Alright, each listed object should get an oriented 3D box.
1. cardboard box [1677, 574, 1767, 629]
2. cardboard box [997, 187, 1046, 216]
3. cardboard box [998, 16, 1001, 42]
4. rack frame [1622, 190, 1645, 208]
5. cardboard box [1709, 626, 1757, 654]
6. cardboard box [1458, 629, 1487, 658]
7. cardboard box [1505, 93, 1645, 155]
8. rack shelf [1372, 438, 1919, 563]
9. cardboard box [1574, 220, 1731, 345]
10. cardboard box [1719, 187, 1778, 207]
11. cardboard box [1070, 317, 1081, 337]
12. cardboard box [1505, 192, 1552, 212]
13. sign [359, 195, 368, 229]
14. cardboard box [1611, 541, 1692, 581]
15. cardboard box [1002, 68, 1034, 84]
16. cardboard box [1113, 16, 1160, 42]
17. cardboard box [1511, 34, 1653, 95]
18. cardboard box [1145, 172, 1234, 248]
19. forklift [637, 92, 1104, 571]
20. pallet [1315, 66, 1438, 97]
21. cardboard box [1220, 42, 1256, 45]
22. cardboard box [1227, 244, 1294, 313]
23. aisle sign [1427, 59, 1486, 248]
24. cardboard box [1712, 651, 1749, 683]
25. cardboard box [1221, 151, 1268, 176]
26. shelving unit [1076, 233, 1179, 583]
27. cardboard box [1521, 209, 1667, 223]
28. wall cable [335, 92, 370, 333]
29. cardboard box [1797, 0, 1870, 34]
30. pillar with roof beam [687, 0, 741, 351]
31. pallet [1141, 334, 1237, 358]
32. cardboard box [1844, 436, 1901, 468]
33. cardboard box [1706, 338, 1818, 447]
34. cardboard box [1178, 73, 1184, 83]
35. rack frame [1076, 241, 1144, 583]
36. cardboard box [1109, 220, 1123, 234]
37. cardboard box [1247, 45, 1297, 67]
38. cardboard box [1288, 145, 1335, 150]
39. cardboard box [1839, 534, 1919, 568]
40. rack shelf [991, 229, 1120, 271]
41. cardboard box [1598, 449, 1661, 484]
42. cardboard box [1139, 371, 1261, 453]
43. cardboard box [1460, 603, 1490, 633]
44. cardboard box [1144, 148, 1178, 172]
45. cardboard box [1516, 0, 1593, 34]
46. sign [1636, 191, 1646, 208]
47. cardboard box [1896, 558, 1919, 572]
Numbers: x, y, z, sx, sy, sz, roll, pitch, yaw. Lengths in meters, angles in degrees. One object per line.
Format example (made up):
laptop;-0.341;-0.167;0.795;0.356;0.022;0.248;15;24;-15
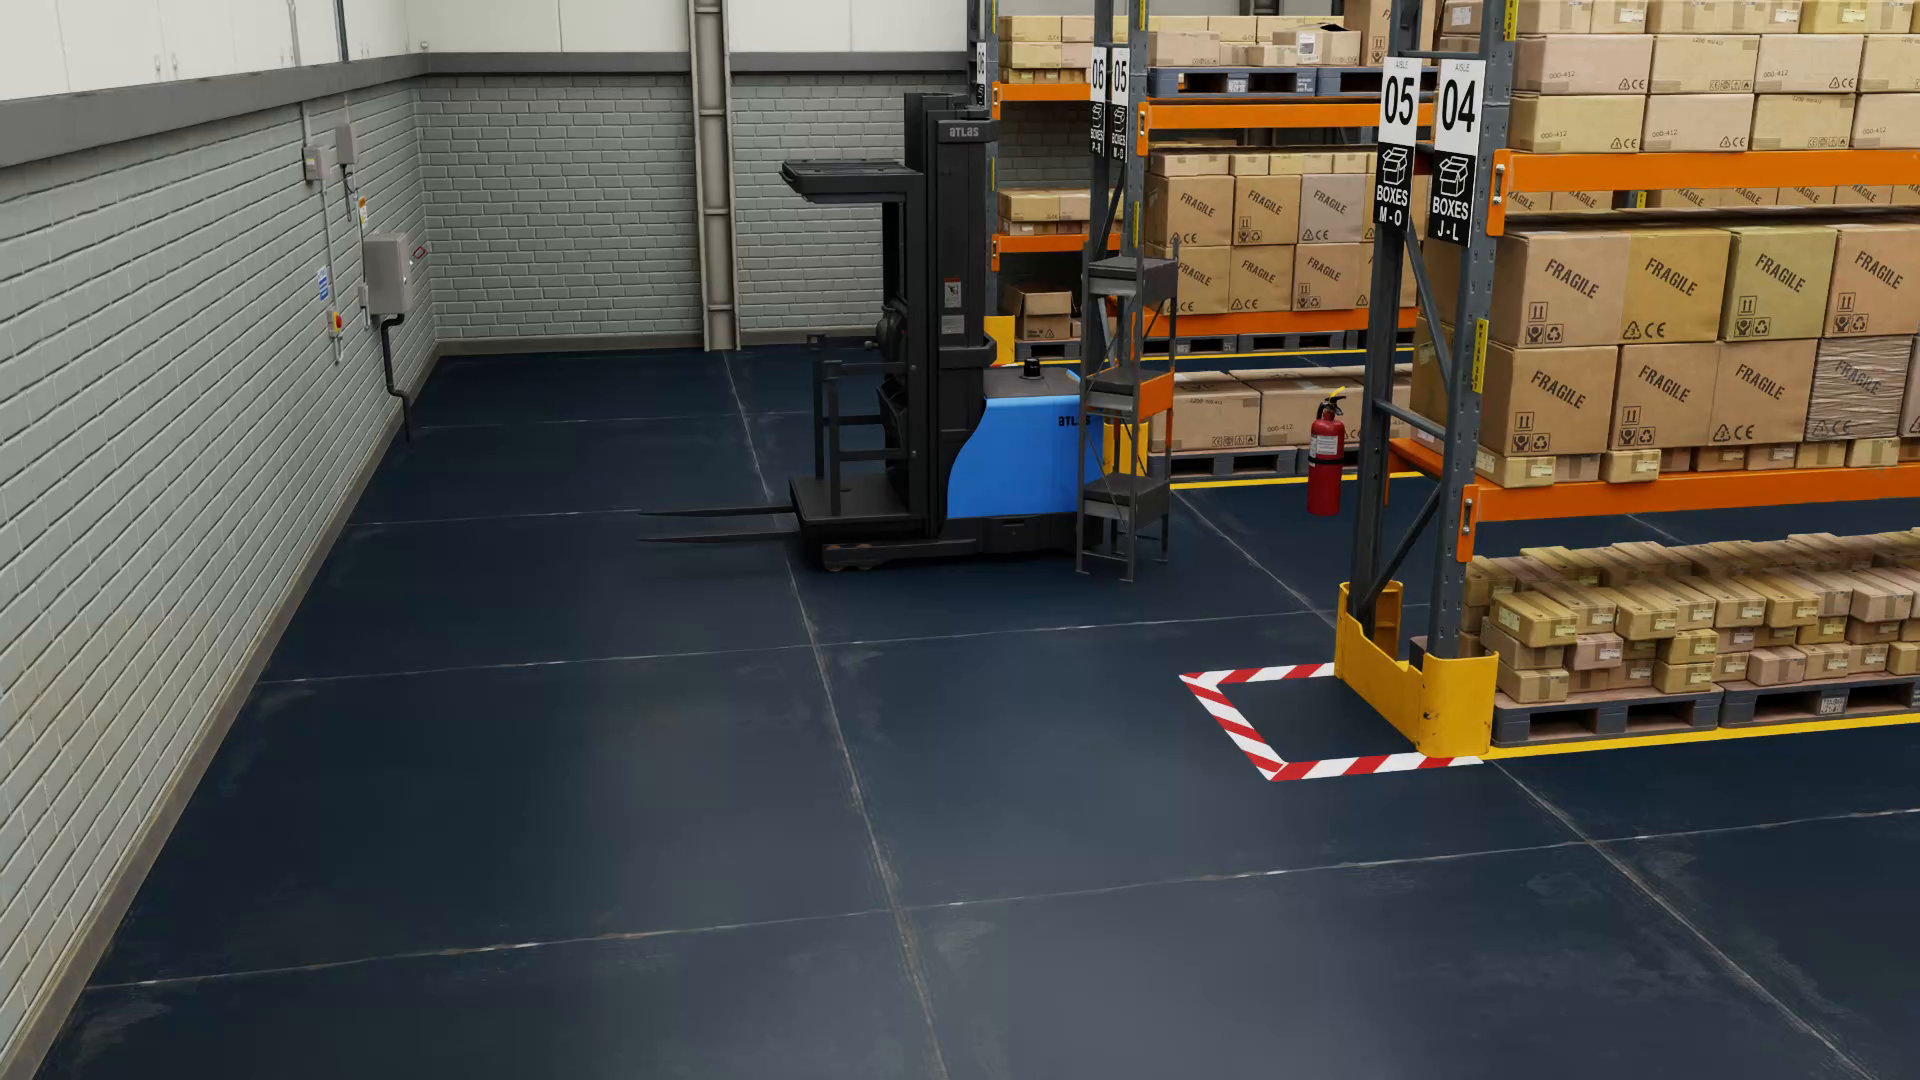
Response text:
cardboard box;3.808;0.306;8.335;0.250;0.149;0.380;-3;17;-8
cardboard box;0.625;-3.588;17.633;0.500;0.250;0.500;-3;17;-9
cardboard box;0.607;-5.264;17.130;0.500;0.250;0.500;-4;17;-12
rack frame;5.097;-2.207;13.390;0.127;3.000;1.000;-3;17;-10
cardboard box;3.789;0.438;8.410;0.250;0.149;0.380;-4;18;-13
cardboard box;2.685;0.509;8.685;0.250;0.149;0.380;-3;17;-10
cardboard box;2.697;-1.877;7.460;0.500;0.250;0.500;-3;17;-8
rack shelf;4.171;-0.331;8.505;4.000;0.370;1.077;-3;17;-10
cardboard box;3.193;-1.210;7.761;0.500;0.500;0.500;-3;17;-9
cardboard box;6.077;-2.711;13.157;0.500;0.500;0.500;-3;17;-11
cardboard box;1.267;-2.272;17.742;0.250;0.149;0.380;-4;18;-13
cardboard box;4.186;-2.601;12.799;0.500;0.500;0.500;-3;17;-11
sign;-4.811;-2.645;13.407;0.001;0.242;0.339;-3;17;-10
cardboard box;3.686;0.136;8.887;0.250;0.149;0.380;-3;17;-8
cardboard box;0.581;-4.680;16.758;0.250;0.149;0.380;-3;17;-9
cardboard box;1.701;-5.166;16.810;0.500;0.250;0.500;-4;17;-11
cardboard box;2.698;-2.115;7.383;0.500;0.250;0.500;-3;17;-10
cardboard box;1.694;-2.455;12.323;0.500;0.500;0.500;-4;17;-12
forklift;-0.619;-1.367;10.772;3.031;2.935;1.130;-3;17;-10
pallet;3.096;-3.489;12.606;1.213;0.211;1.003;-3;17;-10
cardboard box;2.712;-4.986;17.077;0.500;0.250;0.500;-3;17;-9
cardboard box;2.186;-2.013;12.585;0.500;0.500;0.500;-3;17;-11
aisle sign;2.193;-1.715;7.360;0.004;0.787;0.394;-3;17;-10
cardboard box;3.771;0.584;8.443;0.250;0.149;0.380;-3;17;-10
cardboard box;2.091;-2.777;12.266;0.250;0.149;0.380;-3;17;-9
shelving unit;1.045;-0.826;10.426;0.431;2.100;0.503;11;20;31
cardboard box;3.107;-1.357;8.240;0.500;0.500;0.500;-4;17;-12
wall cable;-4.643;-2.558;12.800;0.122;1.984;0.588;-3;17;-10
cardboard box;3.851;-2.356;7.489;0.250;0.149;0.380;-3;17;-9
pillar with roof beam;-1.778;-5.152;12.758;0.400;9.000;9.100;-3;17;-10
pallet;2.276;-2.198;18.109;1.213;0.211;1.003;-3;17;-10
cardboard box;4.377;-0.475;8.177;0.250;0.149;0.380;-3;17;-9
cardboard box;3.705;-0.759;7.999;0.500;0.500;0.500;-3;17;-10
cardboard box;2.105;-4.737;16.945;0.250;0.149;0.380;-3;17;-10
rack frame;0.914;-0.766;10.229;0.400;2.100;0.015;11;20;31
cardboard box;1.611;-3.299;17.373;0.250;0.149;0.380;-3;17;-10
cardboard box;2.281;-3.541;12.166;0.250;0.149;0.380;-3;17;-8
cardboard box;2.726;-2.985;12.944;0.250;0.149;0.380;-3;17;-9
cardboard box;4.985;0.099;9.009;0.250;0.149;0.380;-4;17;-12
rack shelf;2.188;-3.183;17.791;4.000;0.370;1.077;-3;17;-10
cardboard box;3.104;-0.392;7.908;0.250;0.149;0.380;-4;17;-12
cardboard box;1.798;-1.026;13.193;0.875;0.438;0.875;-4;17;-12
cardboard box;2.672;0.345;8.714;0.250;0.149;0.380;-4;17;-12
cardboard box;1.484;-2.898;12.661;0.250;0.149;0.380;-3;17;-10
cardboard box;2.569;-2.307;7.331;0.250;0.149;0.380;-3;17;-11
sign;5.203;-2.499;12.730;0.005;0.325;0.100;-3;17;-10
cardboard box;5.079;0.220;8.614;0.250;0.149;0.380;-3;17;-9
